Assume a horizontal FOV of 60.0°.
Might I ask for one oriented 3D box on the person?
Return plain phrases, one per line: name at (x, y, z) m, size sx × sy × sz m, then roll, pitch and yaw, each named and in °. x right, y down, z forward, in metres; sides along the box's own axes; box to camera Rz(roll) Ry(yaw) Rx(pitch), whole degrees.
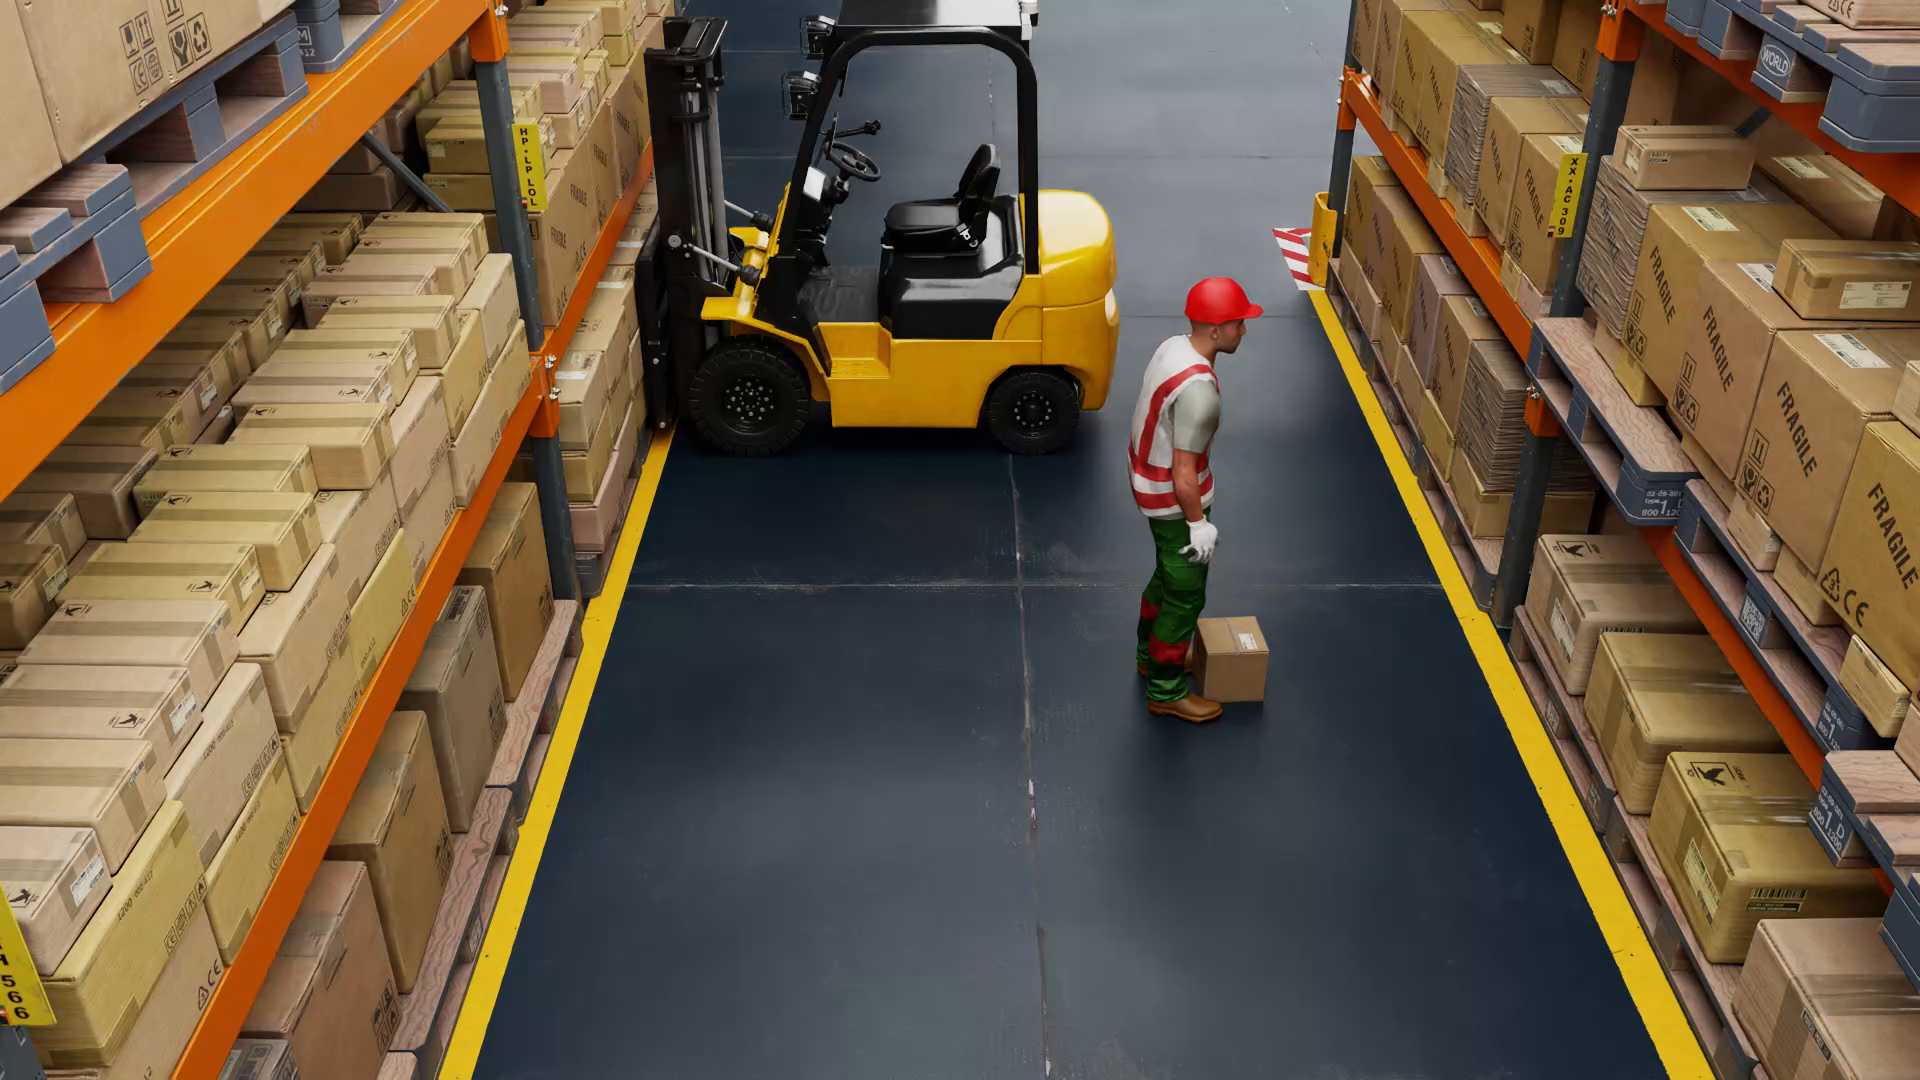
person at (0.870, -0.163, 6.387) m, size 0.448 × 1.780 × 0.609 m, roll 0°, pitch 31°, yaw 0°
